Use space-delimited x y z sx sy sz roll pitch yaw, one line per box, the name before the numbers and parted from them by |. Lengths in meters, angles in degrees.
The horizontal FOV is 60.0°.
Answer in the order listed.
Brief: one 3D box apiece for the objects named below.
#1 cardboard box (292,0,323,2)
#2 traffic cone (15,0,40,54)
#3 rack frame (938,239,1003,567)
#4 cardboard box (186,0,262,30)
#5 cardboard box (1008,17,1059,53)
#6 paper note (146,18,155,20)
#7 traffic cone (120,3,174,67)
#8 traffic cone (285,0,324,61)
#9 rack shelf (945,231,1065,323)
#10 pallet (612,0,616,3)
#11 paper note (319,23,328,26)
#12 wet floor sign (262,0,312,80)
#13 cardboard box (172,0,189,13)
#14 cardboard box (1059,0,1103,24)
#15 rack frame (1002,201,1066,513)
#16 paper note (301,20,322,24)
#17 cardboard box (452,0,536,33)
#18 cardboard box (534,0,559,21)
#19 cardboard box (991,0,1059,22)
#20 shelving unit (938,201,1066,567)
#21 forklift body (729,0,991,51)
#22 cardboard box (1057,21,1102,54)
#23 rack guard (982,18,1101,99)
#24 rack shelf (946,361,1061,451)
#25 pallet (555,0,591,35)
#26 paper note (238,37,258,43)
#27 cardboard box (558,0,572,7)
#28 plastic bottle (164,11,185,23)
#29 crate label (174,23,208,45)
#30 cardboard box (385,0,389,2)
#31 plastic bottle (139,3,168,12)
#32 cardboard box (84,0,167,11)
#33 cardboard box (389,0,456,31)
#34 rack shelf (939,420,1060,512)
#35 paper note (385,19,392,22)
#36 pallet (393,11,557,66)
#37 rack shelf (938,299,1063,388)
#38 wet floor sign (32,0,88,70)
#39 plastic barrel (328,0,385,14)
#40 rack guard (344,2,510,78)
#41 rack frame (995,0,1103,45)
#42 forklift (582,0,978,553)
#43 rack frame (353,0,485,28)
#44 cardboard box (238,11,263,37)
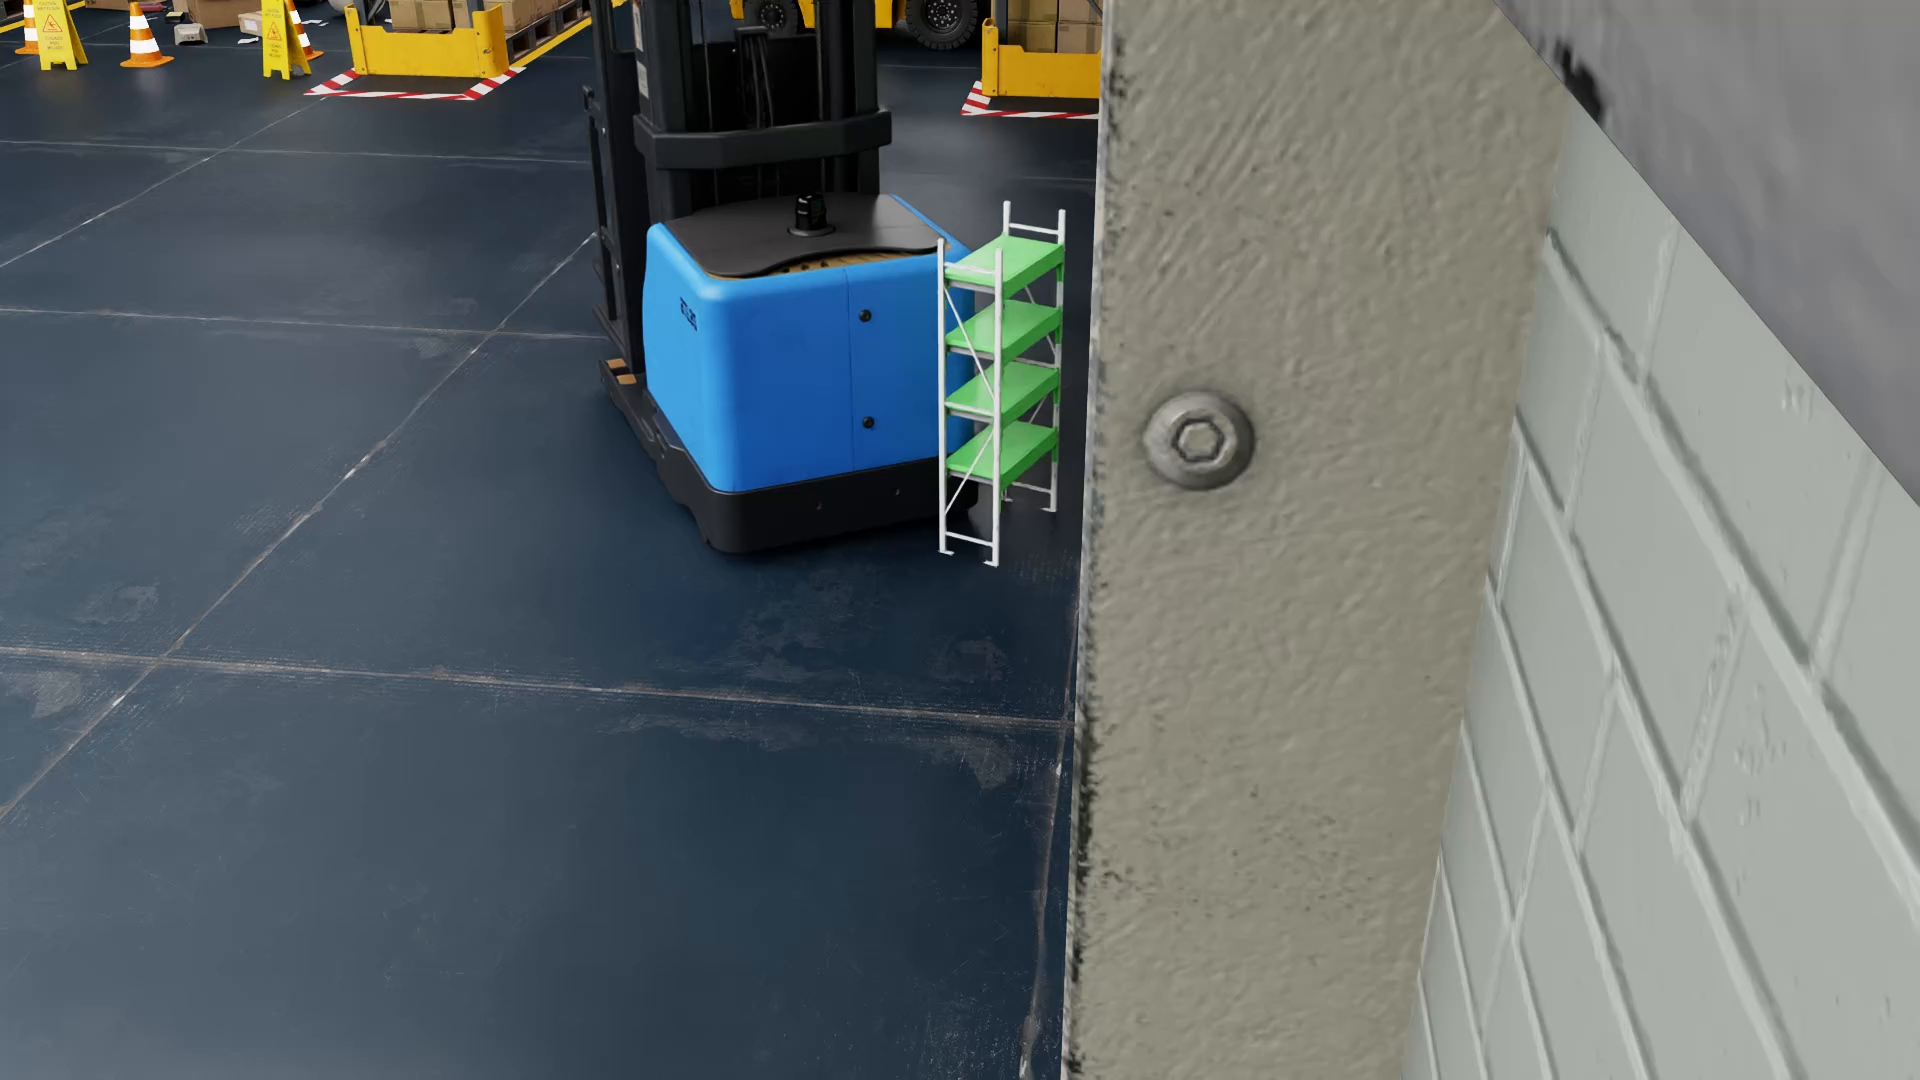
cardboard box | -6.357 -5.356 15.518 0.797 0.637 0.503 3 28 6
traffic cone | -7.617 -4.272 13.691 0.336 0.463 0.334 3 28 6
rack frame | 0.035 -0.459 5.836 0.240 1.200 0.015 14 31 25
cardboard box | -6.463 -4.856 14.733 0.797 0.503 0.637 -17 33 -29
cardboard box | 0.505 -3.908 12.798 0.500 0.250 0.500 4 29 7
paper note | -7.258 -4.677 14.921 0.032 0.001 0.123 20 34 32
traffic cone | -6.537 -4.046 13.272 0.336 0.463 0.334 3 28 6
traffic cone | -5.394 -4.141 13.449 0.336 0.463 0.334 3 28 6
rack shelf | 0.150 -0.927 5.828 0.258 0.148 0.480 14 31 25
pallet | -3.723 -5.318 15.899 1.003 0.211 1.213 3 28 6
paper note | -5.625 -4.563 14.708 0.032 0.001 0.123 3 28 6
wet floor sign | -5.251 -3.917 12.841 0.267 0.644 0.232 14 31 24
cardboard box | -6.984 -4.984 15.221 0.396 0.266 0.258 8 29 15
cardboard box | 1.024 -4.098 12.623 0.500 0.250 0.500 4 29 7
rack frame | 0.266 -0.663 6.215 0.240 1.200 0.015 14 31 25
paper note | -5.773 -4.620 14.806 0.148 0.019 0.142 14 31 24
cardboard box | -3.793 -4.319 13.560 0.500 0.250 0.500 3 28 6
cardboard box | -3.723 -4.559 14.006 0.500 0.250 0.500 4 29 8
cardboard box | 0.510 -4.136 12.694 0.500 0.250 0.500 3 28 6
shelving unit | 0.150 -0.561 6.026 0.258 1.200 0.503 14 31 25
forklift body | -0.818 -5.319 13.856 2.313 2.155 1.214 3 28 6
cardboard box | 1.015 -3.888 12.761 0.500 0.250 0.500 3 29 6
rack guard | 0.758 -3.582 12.373 1.175 0.500 0.348 3 28 6
rack shelf | 0.150 -0.504 6.056 0.258 0.148 0.480 14 31 25
pallet | -3.870 -4.742 14.830 1.003 0.211 1.213 3 28 6
paper note | -6.026 -4.234 14.078 0.148 0.019 0.142 -6 29 -11
cardboard box | -3.668 -4.816 14.484 0.500 0.250 0.500 5 29 10
plastic bottle | -7.019 -4.683 14.877 0.133 0.061 0.283 -6 29 -11
crate label | -6.502 -4.276 14.043 0.250 0.136 0.298 -11 30 -20
cardboard box | -5.158 -5.339 15.631 0.500 0.500 0.500 -24 36 -37
plastic bottle | -7.409 -4.880 15.244 0.283 0.061 0.133 -6 29 -11
cardboard box | -7.773 -5.214 15.399 0.500 0.500 0.500 8 29 15
cardboard box | -4.331 -4.363 13.642 0.500 0.250 0.500 3 28 6
rack shelf | 0.150 -0.293 6.170 0.258 0.148 0.480 14 31 25
paper note | -5.058 -4.639 14.829 0.142 0.019 0.148 -6 29 -11
pallet | -4.022 -4.169 13.767 1.003 0.211 1.213 3 28 6
rack shelf | 0.150 -0.716 5.942 0.258 0.148 0.480 14 31 25
wet floor sign | -7.130 -4.056 13.098 0.267 0.644 0.232 -1 28 -3
plastic barrel | -5.416 -4.907 14.912 0.421 0.421 0.512 -24 36 -37
rack guard | -4.157 -3.916 12.992 1.175 0.500 0.348 3 28 6
rack frame | 0.761 -4.694 11.801 1.000 3.000 0.127 3 28 6
forklift | -0.968 -1.922 6.727 1.130 2.935 3.031 -11 30 -20
rack frame | -4.166 -4.981 12.333 1.000 3.000 0.127 3 28 6
cardboard box | -6.010 -4.460 14.371 0.380 0.149 0.250 20 34 32
